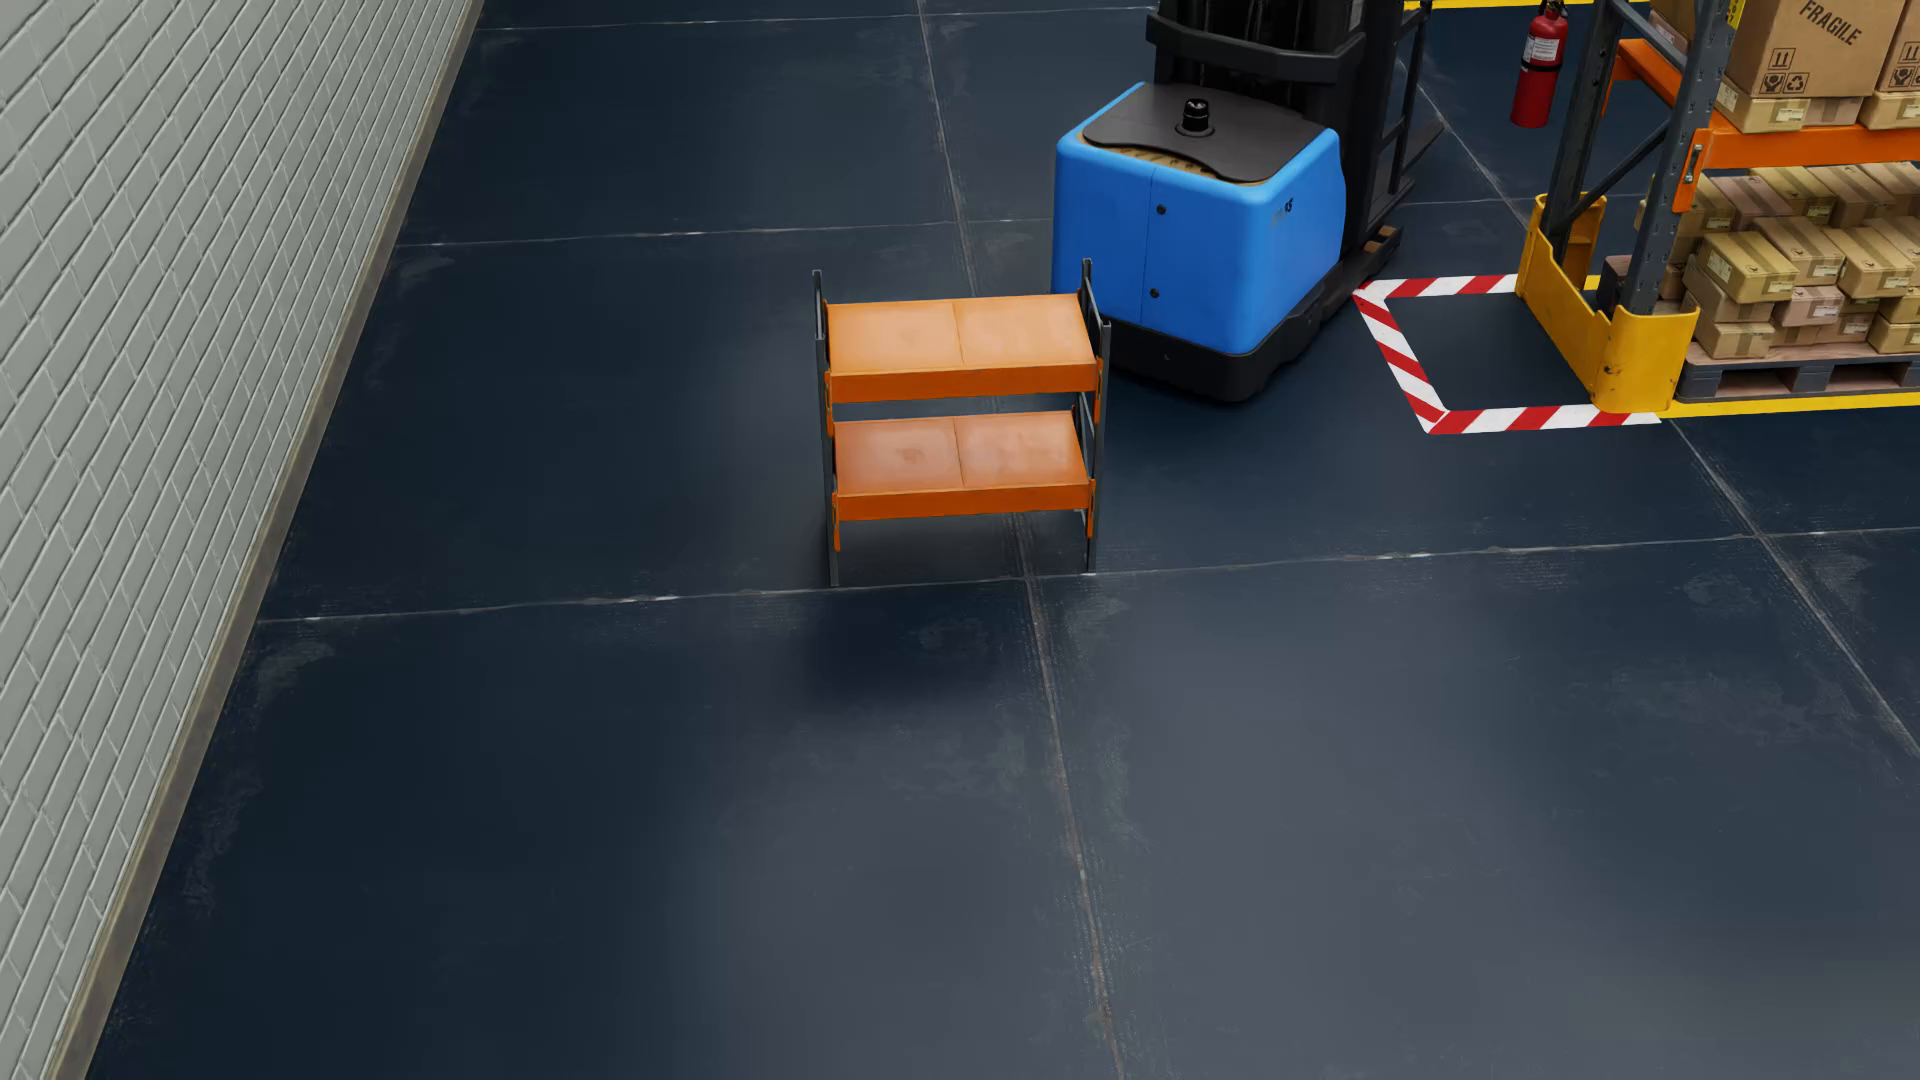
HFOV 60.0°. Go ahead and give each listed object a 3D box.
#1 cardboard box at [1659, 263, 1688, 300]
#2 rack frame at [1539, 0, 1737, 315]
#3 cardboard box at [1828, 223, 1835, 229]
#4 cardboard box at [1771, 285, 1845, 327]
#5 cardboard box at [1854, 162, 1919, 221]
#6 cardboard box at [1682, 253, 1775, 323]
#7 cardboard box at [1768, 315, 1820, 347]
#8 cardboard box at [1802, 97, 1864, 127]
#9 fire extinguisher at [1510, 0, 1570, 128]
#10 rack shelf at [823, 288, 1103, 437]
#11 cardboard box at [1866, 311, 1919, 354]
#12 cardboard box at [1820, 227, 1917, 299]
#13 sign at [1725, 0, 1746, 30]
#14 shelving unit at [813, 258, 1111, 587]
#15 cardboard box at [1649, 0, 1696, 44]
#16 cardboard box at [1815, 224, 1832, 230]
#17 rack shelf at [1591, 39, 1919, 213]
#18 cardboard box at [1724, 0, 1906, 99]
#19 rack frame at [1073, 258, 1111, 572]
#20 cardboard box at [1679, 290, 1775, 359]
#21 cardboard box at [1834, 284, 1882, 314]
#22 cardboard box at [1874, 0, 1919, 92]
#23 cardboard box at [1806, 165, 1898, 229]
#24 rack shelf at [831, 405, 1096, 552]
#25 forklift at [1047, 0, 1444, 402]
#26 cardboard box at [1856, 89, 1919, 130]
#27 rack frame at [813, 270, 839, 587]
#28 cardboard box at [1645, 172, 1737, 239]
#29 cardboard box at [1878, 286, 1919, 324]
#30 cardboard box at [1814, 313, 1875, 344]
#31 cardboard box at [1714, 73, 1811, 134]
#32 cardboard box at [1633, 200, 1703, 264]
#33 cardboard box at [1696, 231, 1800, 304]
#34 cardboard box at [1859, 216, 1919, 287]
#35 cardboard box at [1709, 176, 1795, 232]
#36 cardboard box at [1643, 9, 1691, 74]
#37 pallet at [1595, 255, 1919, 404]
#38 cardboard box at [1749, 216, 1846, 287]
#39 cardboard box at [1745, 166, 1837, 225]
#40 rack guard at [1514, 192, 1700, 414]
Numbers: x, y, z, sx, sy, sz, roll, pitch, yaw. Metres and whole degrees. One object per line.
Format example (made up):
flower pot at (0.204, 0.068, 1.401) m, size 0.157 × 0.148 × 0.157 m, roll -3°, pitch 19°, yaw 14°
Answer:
cardboard box at (3.426, -1.310, 7.951) m, size 0.250 × 0.149 × 0.380 m, roll -3°, pitch 38°, yaw -3°
rack frame at (2.920, -2.107, 6.998) m, size 0.127 × 3.000 × 1.000 m, roll -3°, pitch 38°, yaw -4°
cardboard box at (4.215, -1.455, 7.895) m, size 0.250 × 0.149 × 0.380 m, roll -4°, pitch 38°, yaw -5°
cardboard box at (3.743, -1.120, 7.470) m, size 0.250 × 0.149 × 0.380 m, roll -3°, pitch 38°, yaw -4°
cardboard box at (4.453, -1.666, 7.923) m, size 0.250 × 0.149 × 0.380 m, roll -2°, pitch 38°, yaw -2°
cardboard box at (3.465, -1.139, 7.495) m, size 0.250 × 0.149 × 0.380 m, roll -2°, pitch 38°, yaw -2°
cardboard box at (3.724, -1.048, 7.620) m, size 0.250 × 0.149 × 0.380 m, roll -3°, pitch 38°, yaw -4°
cardboard box at (3.522, -1.863, 6.892) m, size 0.250 × 0.149 × 0.380 m, roll -2°, pitch 38°, yaw -2°
fire extinguisher at (2.629, -2.201, 7.481) m, size 0.183 × 0.674 × 0.296 m, roll -3°, pitch 38°, yaw -4°
rack shelf at (-0.007, -0.671, 6.220) m, size 1.000 × 0.278 × 0.538 m, roll -3°, pitch 38°, yaw -4°
cardboard box at (4.235, -1.013, 7.574) m, size 0.250 × 0.149 × 0.380 m, roll -3°, pitch 38°, yaw -3°
cardboard box at (3.999, -1.229, 7.368) m, size 0.250 × 0.149 × 0.380 m, roll -3°, pitch 38°, yaw -4°
sign at (2.969, -2.112, 6.306) m, size 0.005 × 0.325 × 0.100 m, roll -3°, pitch 38°, yaw -4°
shelving unit at (-0.007, -0.441, 6.401) m, size 1.048 × 1.125 × 0.538 m, roll -3°, pitch 38°, yaw -4°
cardboard box at (3.345, -2.446, 7.108) m, size 0.500 × 0.500 × 0.500 m, roll -2°, pitch 38°, yaw -3°
cardboard box at (3.938, -1.504, 7.957) m, size 0.250 × 0.149 × 0.380 m, roll -5°, pitch 39°, yaw -6°
rack shelf at (4.912, -1.934, 7.360) m, size 4.000 × 0.370 × 1.077 m, roll -3°, pitch 38°, yaw -4°
cardboard box at (3.392, -2.117, 6.690) m, size 0.500 × 0.500 × 0.500 m, roll -1°, pitch 38°, yaw -2°
rack frame at (0.500, -0.469, 6.436) m, size 0.032 × 1.125 × 0.500 m, roll -3°, pitch 38°, yaw -4°
cardboard box at (3.471, -0.984, 7.537) m, size 0.250 × 0.149 × 0.380 m, roll -2°, pitch 38°, yaw -3°
cardboard box at (3.979, -1.188, 7.556) m, size 0.250 × 0.149 × 0.380 m, roll -3°, pitch 38°, yaw -3°
cardboard box at (3.923, -2.162, 6.748) m, size 0.500 × 0.500 × 0.500 m, roll -3°, pitch 38°, yaw -4°
cardboard box at (4.191, -1.617, 7.860) m, size 0.250 × 0.149 × 0.380 m, roll -5°, pitch 39°, yaw -6°
rack shelf at (-0.007, -0.249, 6.553) m, size 1.000 × 0.278 × 0.538 m, roll -3°, pitch 38°, yaw -4°
forklift at (1.626, -2.648, 7.740) m, size 1.130 × 2.935 × 3.031 m, roll 22°, pitch 43°, yaw 25°
cardboard box at (3.795, -1.845, 6.869) m, size 0.250 × 0.149 × 0.380 m, roll -4°, pitch 38°, yaw -5°
rack frame at (-0.513, -0.413, 6.366) m, size 0.032 × 1.125 × 0.500 m, roll -3°, pitch 38°, yaw -4°
cardboard box at (3.425, -1.571, 7.802) m, size 0.250 × 0.149 × 0.380 m, roll -3°, pitch 38°, yaw -3°
cardboard box at (4.244, -1.135, 7.489) m, size 0.250 × 0.149 × 0.380 m, roll -2°, pitch 38°, yaw -3°
cardboard box at (3.971, -1.066, 7.642) m, size 0.250 × 0.149 × 0.380 m, roll -3°, pitch 38°, yaw -3°
cardboard box at (3.272, -1.824, 6.842) m, size 0.250 × 0.149 × 0.380 m, roll -3°, pitch 38°, yaw -4°
cardboard box at (3.421, -1.474, 7.919) m, size 0.250 × 0.149 × 0.380 m, roll -4°, pitch 38°, yaw -5°
cardboard box at (3.472, -1.205, 7.338) m, size 0.250 × 0.149 × 0.380 m, roll -5°, pitch 39°, yaw -6°
cardboard box at (4.238, -1.294, 7.450) m, size 0.250 × 0.149 × 0.380 m, roll -5°, pitch 39°, yaw -6°
cardboard box at (3.681, -1.550, 7.775) m, size 0.250 × 0.149 × 0.380 m, roll -2°, pitch 38°, yaw -3°
cardboard box at (3.220, -2.200, 7.320) m, size 0.250 × 0.149 × 0.380 m, roll -3°, pitch 38°, yaw -4°
pallet at (3.808, -1.039, 7.896) m, size 1.213 × 0.211 × 1.003 m, roll -3°, pitch 38°, yaw -4°
cardboard box at (3.736, -1.294, 7.451) m, size 0.250 × 0.149 × 0.380 m, roll -2°, pitch 38°, yaw -3°
cardboard box at (3.927, -1.642, 7.892) m, size 0.250 × 0.149 × 0.380 m, roll -4°, pitch 38°, yaw -5°
rack guard at (2.996, -1.130, 7.778) m, size 0.348 × 0.500 × 1.175 m, roll -3°, pitch 38°, yaw -4°
